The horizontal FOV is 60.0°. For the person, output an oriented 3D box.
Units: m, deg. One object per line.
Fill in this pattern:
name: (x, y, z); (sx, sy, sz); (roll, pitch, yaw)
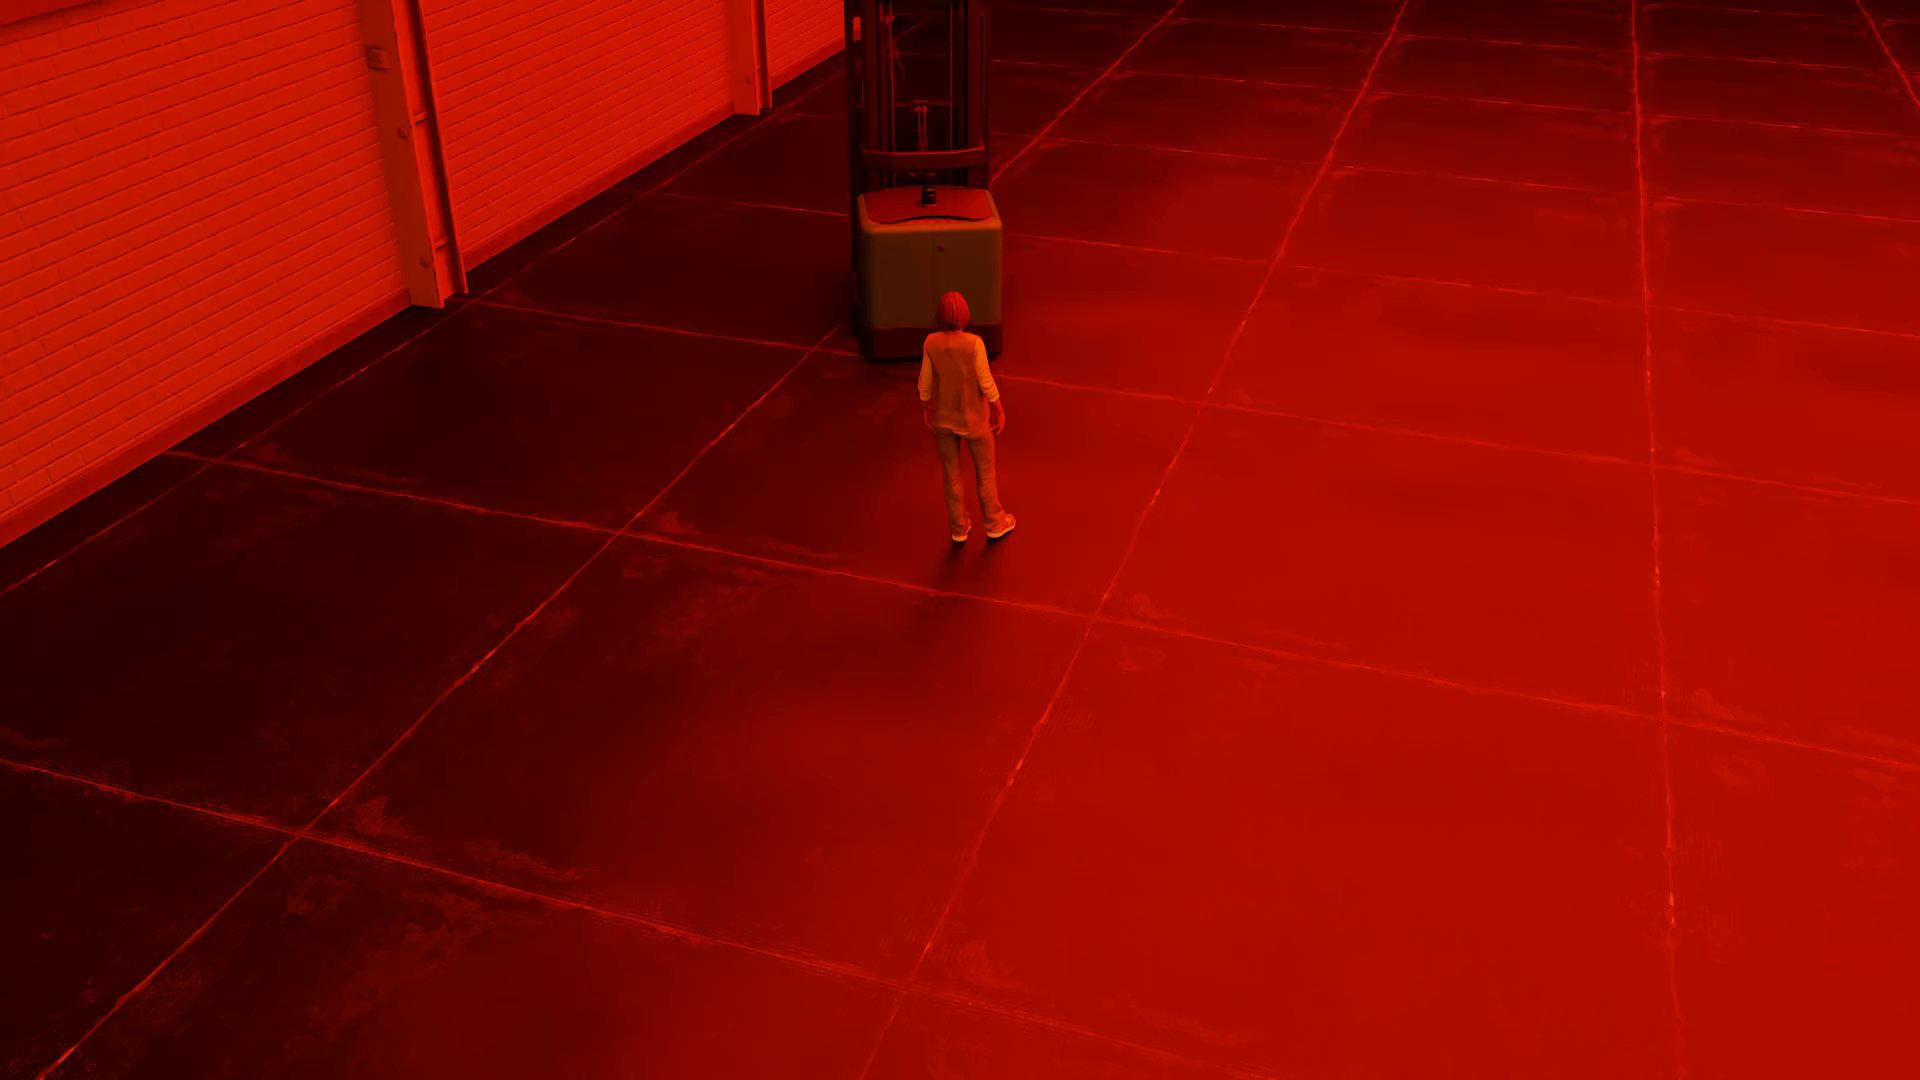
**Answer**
person: (0.038, -0.733, 9.754); (0.520, 1.599, 0.473); (10, 31, 16)

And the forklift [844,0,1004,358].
forklift: (-0.343, -3.321, 12.962); (1.130, 2.935, 3.031); (-3, 30, -5)
